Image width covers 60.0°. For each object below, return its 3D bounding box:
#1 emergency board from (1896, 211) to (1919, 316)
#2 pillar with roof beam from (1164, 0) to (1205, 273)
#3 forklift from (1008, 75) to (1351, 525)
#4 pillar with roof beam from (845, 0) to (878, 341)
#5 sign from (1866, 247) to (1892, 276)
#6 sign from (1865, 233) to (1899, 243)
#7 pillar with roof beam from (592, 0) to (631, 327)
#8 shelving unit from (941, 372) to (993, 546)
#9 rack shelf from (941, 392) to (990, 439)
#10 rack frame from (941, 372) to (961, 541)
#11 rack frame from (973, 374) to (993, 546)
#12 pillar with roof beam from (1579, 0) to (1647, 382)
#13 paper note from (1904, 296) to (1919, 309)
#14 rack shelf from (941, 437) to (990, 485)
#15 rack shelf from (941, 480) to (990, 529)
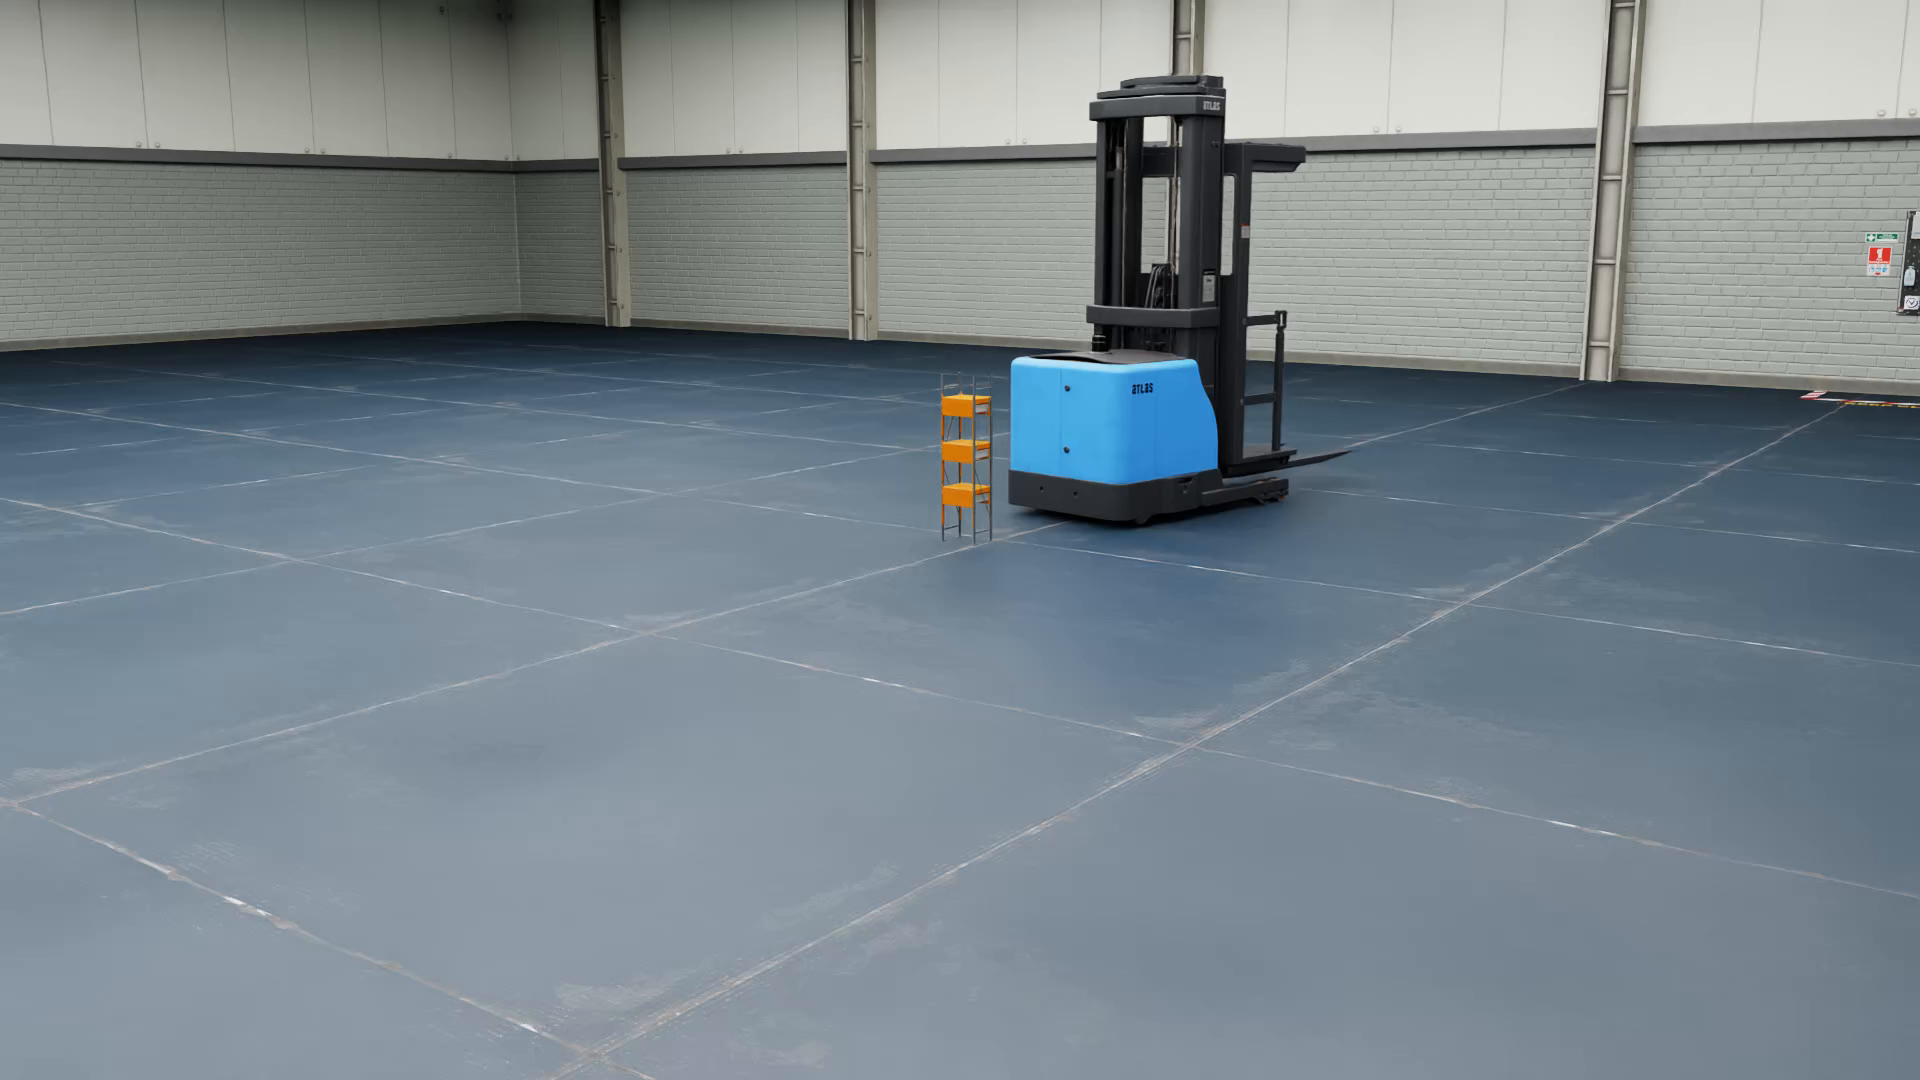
[{"bbox_3d":[10.925,-3.105,18.680,0.626,1.169,0.157,8,13,36],"label":"emergency board"},{"bbox_3d":[0.670,-6.453,20.192,0.400,9.000,9.100,8,13,36],"label":"pillar with roof beam"},{"bbox_3d":[1.733,-1.756,11.890,3.031,2.935,1.130,-11,15,-44],"label":"forklift"},{"bbox_3d":[-4.166,-7.127,23.678,0.400,9.000,9.100,8,13,36],"label":"pillar with roof beam"},{"bbox_3d":[10.537,-3.196,19.060,0.234,0.329,0.001,8,13,36],"label":"sign"},{"bbox_3d":[10.535,-3.455,19.000,0.331,0.109,0.001,8,13,36],"label":"sign"},{"bbox_3d":[-9.002,-7.802,27.165,0.400,9.000,9.100,8,13,36],"label":"pillar with roof beam"},{"bbox_3d":[0.043,-0.509,10.399,0.252,1.050,0.215,8,13,36],"label":"shelving unit"},{"bbox_3d":[0.043,-0.778,10.347,0.240,0.259,0.215,8,13,36],"label":"rack shelf"},{"bbox_3d":[-0.055,-0.523,10.470,0.008,1.050,0.200,8,13,36],"label":"rack frame"},{"bbox_3d":[0.141,-0.496,10.328,0.008,1.050,0.200,8,13,36],"label":"rack frame"},{"bbox_3d":[5.506,-5.778,16.705,0.400,9.000,9.100,8,13,36],"label":"pillar with roof beam"},{"bbox_3d":[10.819,-2.699,18.902,0.142,0.148,0.016,8,13,36],"label":"paper note"},{"bbox_3d":[0.043,-0.499,10.401,0.240,0.259,0.215,8,13,36],"label":"rack shelf"},{"bbox_3d":[0.043,-0.226,10.454,0.240,0.259,0.215,8,13,36],"label":"rack shelf"}]
